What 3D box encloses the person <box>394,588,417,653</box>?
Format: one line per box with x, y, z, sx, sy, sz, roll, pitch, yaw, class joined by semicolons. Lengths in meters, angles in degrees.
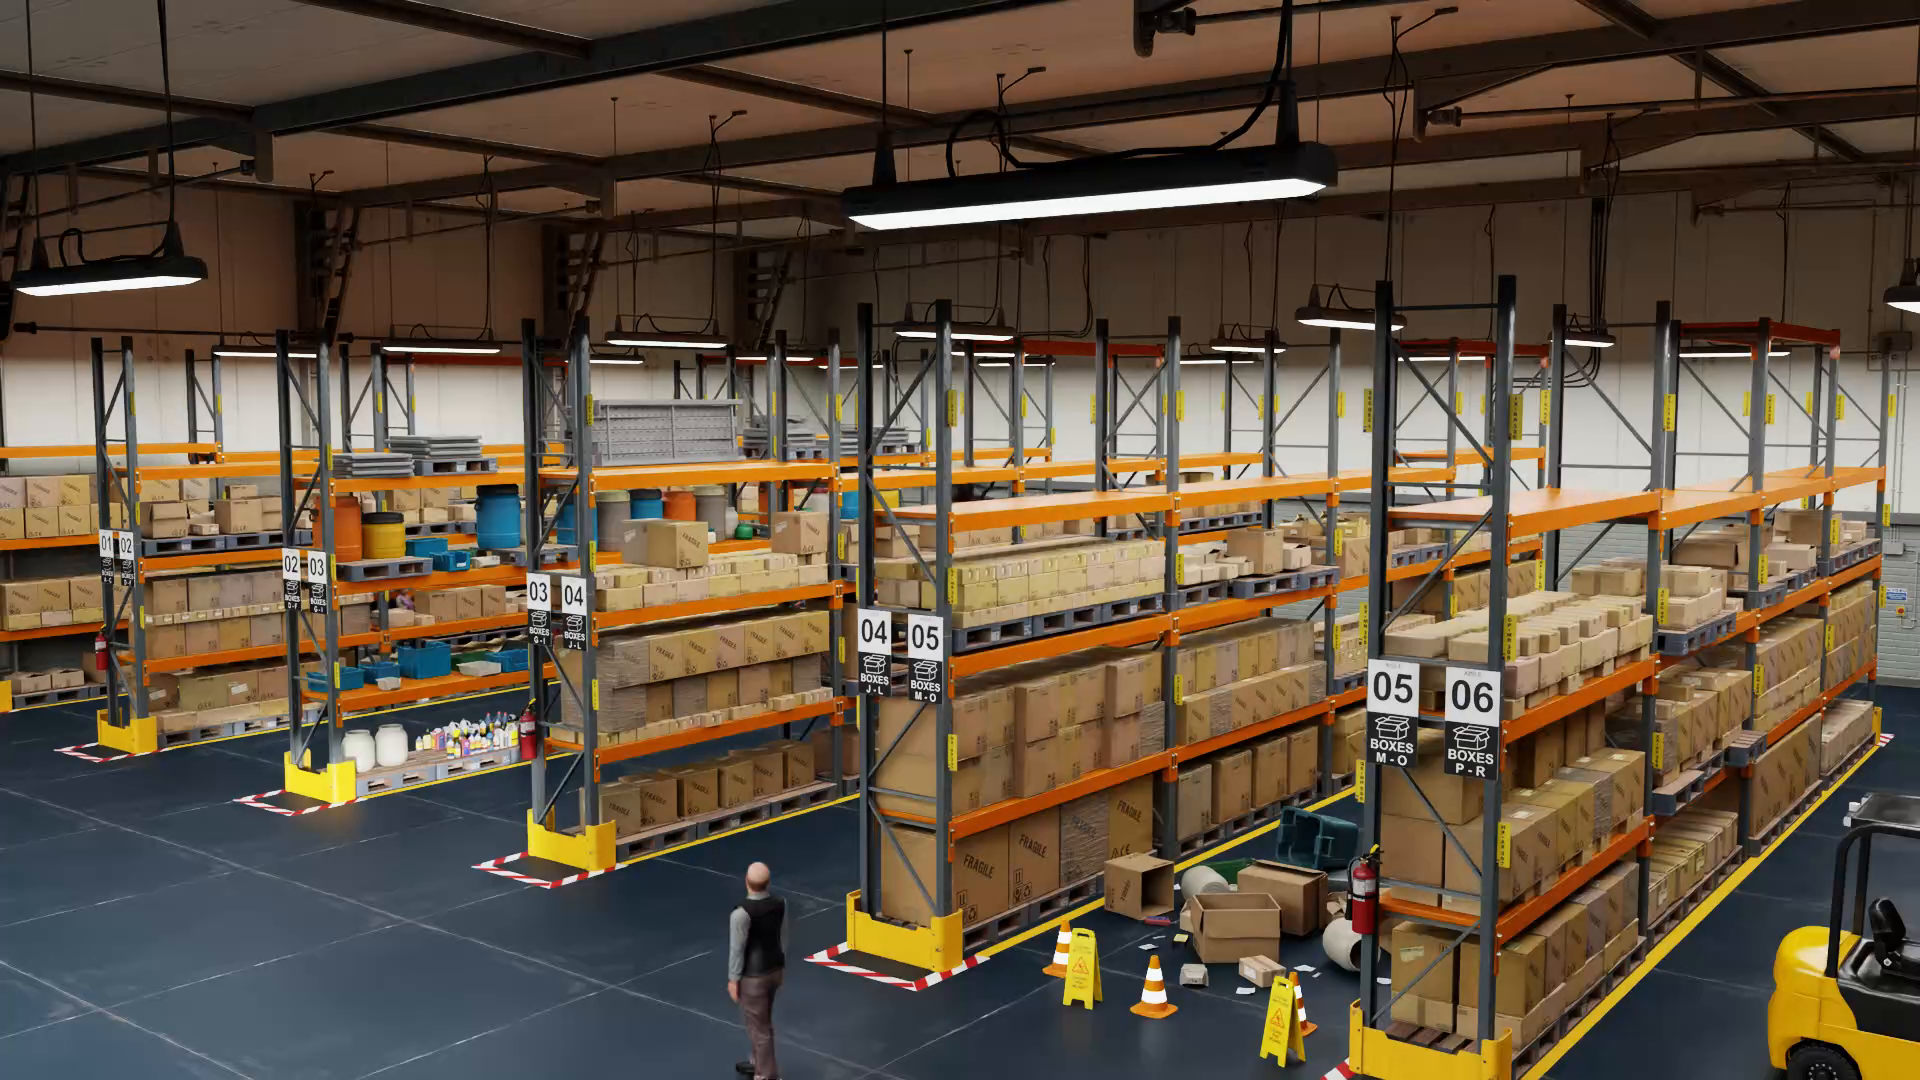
-10.541;1.640;31.655;0.581;1.630;0.483;-1;5;-14;person

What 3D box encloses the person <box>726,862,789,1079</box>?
-1.576;3.233;12.370;0.551;1.719;0.563;3;6;27;person
